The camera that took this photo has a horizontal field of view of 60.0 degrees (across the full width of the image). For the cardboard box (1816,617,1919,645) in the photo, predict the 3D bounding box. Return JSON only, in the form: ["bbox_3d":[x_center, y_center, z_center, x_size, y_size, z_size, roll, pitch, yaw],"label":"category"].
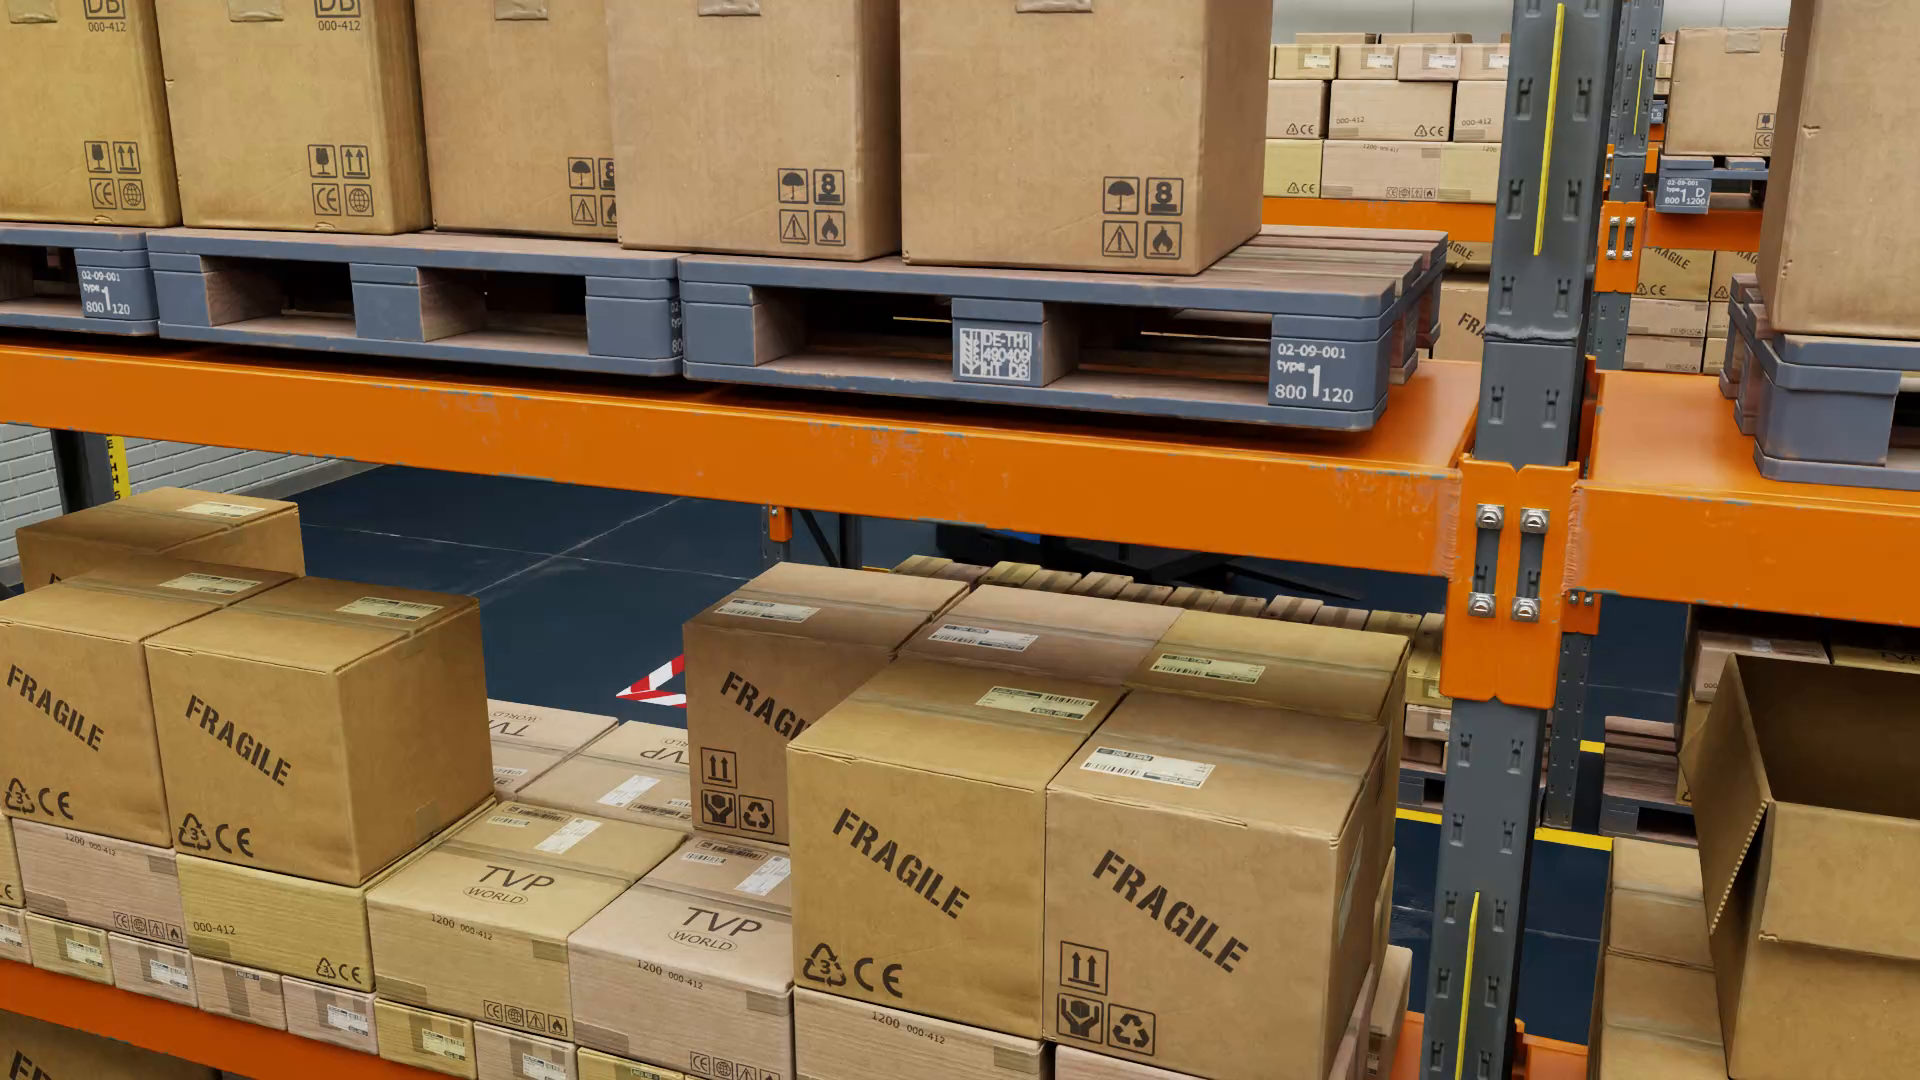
[{"bbox_3d":[4.170,0.460,7.593,0.500,0.250,0.500,7,18,23],"label":"cardboard box"}]

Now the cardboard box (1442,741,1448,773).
[{"bbox_3d":[2.422,0.971,7.810,0.250,0.149,0.380,7,17,21],"label":"cardboard box"}]

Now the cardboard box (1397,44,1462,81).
[{"bbox_3d":[2.028,-2.045,7.113,0.250,0.149,0.380,6,17,21],"label":"cardboard box"}]

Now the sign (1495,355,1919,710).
[{"bbox_3d":[5.397,-1.940,8.319,4.000,0.966,14.919,6,17,21],"label":"sign"}]

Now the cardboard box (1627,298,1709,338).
[{"bbox_3d":[4.939,-1.589,11.639,0.500,0.250,0.500,6,17,19],"label":"cardboard box"}]

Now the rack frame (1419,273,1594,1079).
[{"bbox_3d":[0.997,1.031,3.242,0.127,3.000,1.000,6,17,21],"label":"rack frame"}]

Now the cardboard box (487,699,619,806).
[{"bbox_3d":[-1.230,0.636,4.338,0.500,0.250,0.500,6,17,19],"label":"cardboard box"}]

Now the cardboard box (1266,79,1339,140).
[{"bbox_3d":[1.422,-1.943,7.479,0.500,0.250,0.500,7,18,23],"label":"cardboard box"}]

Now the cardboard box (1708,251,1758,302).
[{"bbox_3d":[5.421,-1.903,11.375,0.500,0.500,0.500,6,17,20],"label":"cardboard box"}]

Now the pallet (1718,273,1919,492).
[{"bbox_3d":[1.868,-0.236,2.571,1.217,0.209,0.805,6,17,18],"label":"pallet"}]

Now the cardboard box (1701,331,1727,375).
[{"bbox_3d":[5.428,-1.301,11.544,0.500,0.250,0.500,6,17,19],"label":"cardboard box"}]

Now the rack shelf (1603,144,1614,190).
[{"bbox_3d":[2.773,-2.839,12.482,4.000,0.370,1.077,6,17,21],"label":"rack shelf"}]

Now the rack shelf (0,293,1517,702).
[{"bbox_3d":[-0.863,-0.269,3.628,4.000,0.370,1.077,6,17,21],"label":"rack shelf"}]

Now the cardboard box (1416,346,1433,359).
[{"bbox_3d":[1.892,-0.945,7.544,0.500,0.500,0.500,6,17,19],"label":"cardboard box"}]

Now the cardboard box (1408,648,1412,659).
[{"bbox_3d":[1.998,0.628,7.922,0.250,0.149,0.380,6,17,20],"label":"cardboard box"}]

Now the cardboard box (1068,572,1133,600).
[{"bbox_3d":[0.764,0.306,9.032,0.250,0.149,0.380,7,18,23],"label":"cardboard box"}]

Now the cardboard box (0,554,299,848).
[{"bbox_3d":[-1.911,0.361,3.939,0.500,0.500,0.500,6,17,19],"label":"cardboard box"}]

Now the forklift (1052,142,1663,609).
[{"bbox_3d":[3.587,-2.758,12.333,7.407,5.209,9.711,-15,22,-41],"label":"forklift"}]

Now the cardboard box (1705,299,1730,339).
[{"bbox_3d":[5.435,-1.543,11.480,0.500,0.250,0.500,7,17,21],"label":"cardboard box"}]

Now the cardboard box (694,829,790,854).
[{"bbox_3d":[-0.288,0.741,3.978,0.500,0.250,0.500,7,17,22],"label":"cardboard box"}]

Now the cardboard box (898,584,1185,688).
[{"bbox_3d":[0.190,0.432,3.694,0.500,0.500,0.500,6,17,21],"label":"cardboard box"}]

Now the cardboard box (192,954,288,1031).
[{"bbox_3d":[-1.558,0.969,3.906,0.250,0.149,0.380,6,17,20],"label":"cardboard box"}]

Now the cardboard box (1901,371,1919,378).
[{"bbox_3d":[6.361,-1.191,11.165,0.500,0.250,0.500,6,17,20],"label":"cardboard box"}]

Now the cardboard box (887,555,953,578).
[{"bbox_3d":[-0.224,0.216,9.342,0.250,0.149,0.380,6,17,21],"label":"cardboard box"}]

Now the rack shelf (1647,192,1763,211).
[{"bbox_3d":[4.772,-1.264,6.577,3.809,0.052,0.919,6,17,21],"label":"rack shelf"}]

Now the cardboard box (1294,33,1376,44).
[{"bbox_3d":[2.733,-3.441,12.155,0.500,0.500,0.500,7,17,22],"label":"cardboard box"}]

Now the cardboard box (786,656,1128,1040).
[{"bbox_3d":[0.007,0.570,3.220,0.500,0.500,0.500,6,17,21],"label":"cardboard box"}]

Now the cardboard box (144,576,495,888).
[{"bbox_3d":[-1.427,0.413,3.762,0.500,0.500,0.500,6,17,19],"label":"cardboard box"}]

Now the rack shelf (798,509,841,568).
[{"bbox_3d":[-0.811,-0.653,9.044,0.053,2.616,0.949,6,17,21],"label":"rack shelf"}]

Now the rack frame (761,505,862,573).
[{"bbox_3d":[-0.810,-0.654,9.046,0.127,3.000,1.000,6,17,21],"label":"rack frame"}]

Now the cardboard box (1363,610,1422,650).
[{"bbox_3d":[2.179,0.491,8.395,0.269,0.149,0.392,7,18,23],"label":"cardboard box"}]

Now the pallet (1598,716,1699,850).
[{"bbox_3d":[3.636,1.174,7.753,1.213,0.211,1.003,6,17,21],"label":"pallet"}]

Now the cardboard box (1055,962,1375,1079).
[{"bbox_3d":[0.490,0.983,3.142,0.500,0.250,0.500,6,17,20],"label":"cardboard box"}]

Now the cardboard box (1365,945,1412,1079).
[{"bbox_3d":[0.844,1.035,3.678,0.250,0.149,0.380,6,17,21],"label":"cardboard box"}]

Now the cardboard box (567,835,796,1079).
[{"bbox_3d":[-0.467,0.879,3.502,0.500,0.250,0.500,7,17,22],"label":"cardboard box"}]

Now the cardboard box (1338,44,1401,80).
[{"bbox_3d":[1.827,-2.102,7.311,0.250,0.149,0.380,7,18,23],"label":"cardboard box"}]

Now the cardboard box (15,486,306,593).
[{"bbox_3d":[-2.174,0.173,4.589,0.500,0.500,0.500,7,17,21],"label":"cardboard box"}]

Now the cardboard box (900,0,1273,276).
[{"bbox_3d":[0.247,-0.772,2.959,0.500,0.500,0.700,5,17,17],"label":"cardboard box"}]

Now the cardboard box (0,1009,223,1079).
[{"bbox_3d":[-2.099,1.485,4.735,0.875,0.875,0.875,6,17,21],"label":"cardboard box"}]

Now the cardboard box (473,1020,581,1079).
[{"bbox_3d":[-0.838,1.048,3.635,0.250,0.149,0.380,7,17,22],"label":"cardboard box"}]

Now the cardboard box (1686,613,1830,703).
[{"bbox_3d":[3.502,0.538,7.326,0.500,0.250,0.500,5,17,18],"label":"cardboard box"}]

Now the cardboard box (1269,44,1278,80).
[{"bbox_3d":[1.307,-2.132,7.413,0.265,0.149,0.390,7,18,22],"label":"cardboard box"}]

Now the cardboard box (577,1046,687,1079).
[{"bbox_3d":[-0.602,1.074,3.544,0.250,0.149,0.380,6,17,20],"label":"cardboard box"}]

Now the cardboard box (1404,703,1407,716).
[{"bbox_3d":[1.990,0.783,7.924,0.250,0.149,0.380,6,17,19],"label":"cardboard box"}]

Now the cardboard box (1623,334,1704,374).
[{"bbox_3d":[4.946,-1.354,11.725,0.500,0.250,0.500,6,17,19],"label":"cardboard box"}]

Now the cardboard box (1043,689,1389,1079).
[{"bbox_3d":[0.472,0.623,3.040,0.500,0.500,0.500,7,18,22],"label":"cardboard box"}]

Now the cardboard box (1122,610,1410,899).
[{"bbox_3d":[0.646,0.485,3.514,0.500,0.500,0.500,6,17,21],"label":"cardboard box"}]

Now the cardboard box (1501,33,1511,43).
[{"bbox_3d":[4.163,-3.392,11.985,0.500,0.500,0.500,7,17,22],"label":"cardboard box"}]

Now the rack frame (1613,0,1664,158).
[{"bbox_3d":[2.911,-3.126,6.801,0.127,3.000,1.000,6,17,21],"label":"rack frame"}]

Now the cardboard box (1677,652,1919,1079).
[{"bbox_3d":[1.595,0.565,2.870,0.637,0.503,0.797,6,17,19],"label":"cardboard box"}]

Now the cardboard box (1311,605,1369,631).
[{"bbox_3d":[1.928,0.470,8.466,0.250,0.149,0.380,6,17,19],"label":"cardboard box"}]

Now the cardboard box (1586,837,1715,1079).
[{"bbox_3d":[1.533,0.960,3.307,0.500,0.500,0.500,6,17,21],"label":"cardboard box"}]

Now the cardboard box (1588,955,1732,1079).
[{"bbox_3d":[1.334,1.095,2.842,0.500,0.500,0.500,6,17,21],"label":"cardboard box"}]
